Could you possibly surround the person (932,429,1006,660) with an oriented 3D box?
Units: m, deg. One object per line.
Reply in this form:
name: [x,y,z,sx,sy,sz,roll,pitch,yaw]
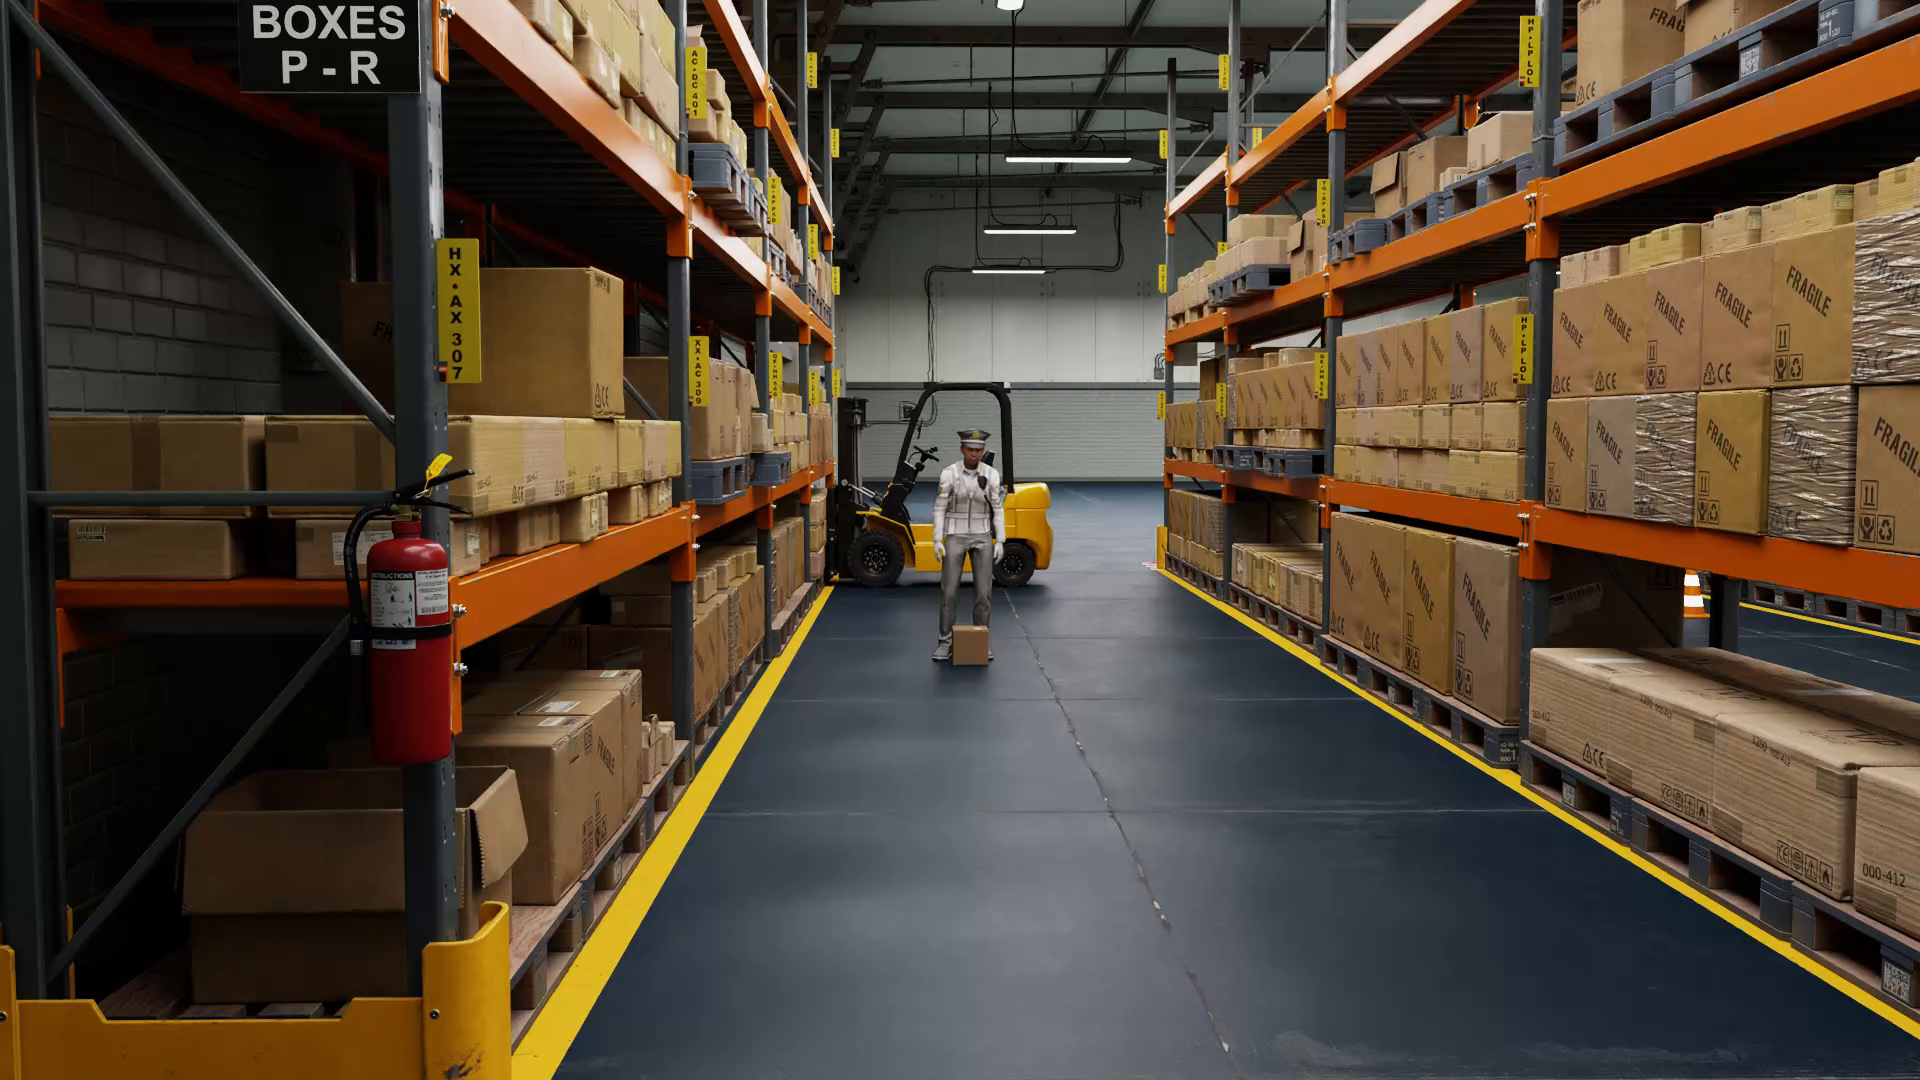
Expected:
person: [0.063,0.030,12.031,0.542,1.662,0.375,0,4,-5]
